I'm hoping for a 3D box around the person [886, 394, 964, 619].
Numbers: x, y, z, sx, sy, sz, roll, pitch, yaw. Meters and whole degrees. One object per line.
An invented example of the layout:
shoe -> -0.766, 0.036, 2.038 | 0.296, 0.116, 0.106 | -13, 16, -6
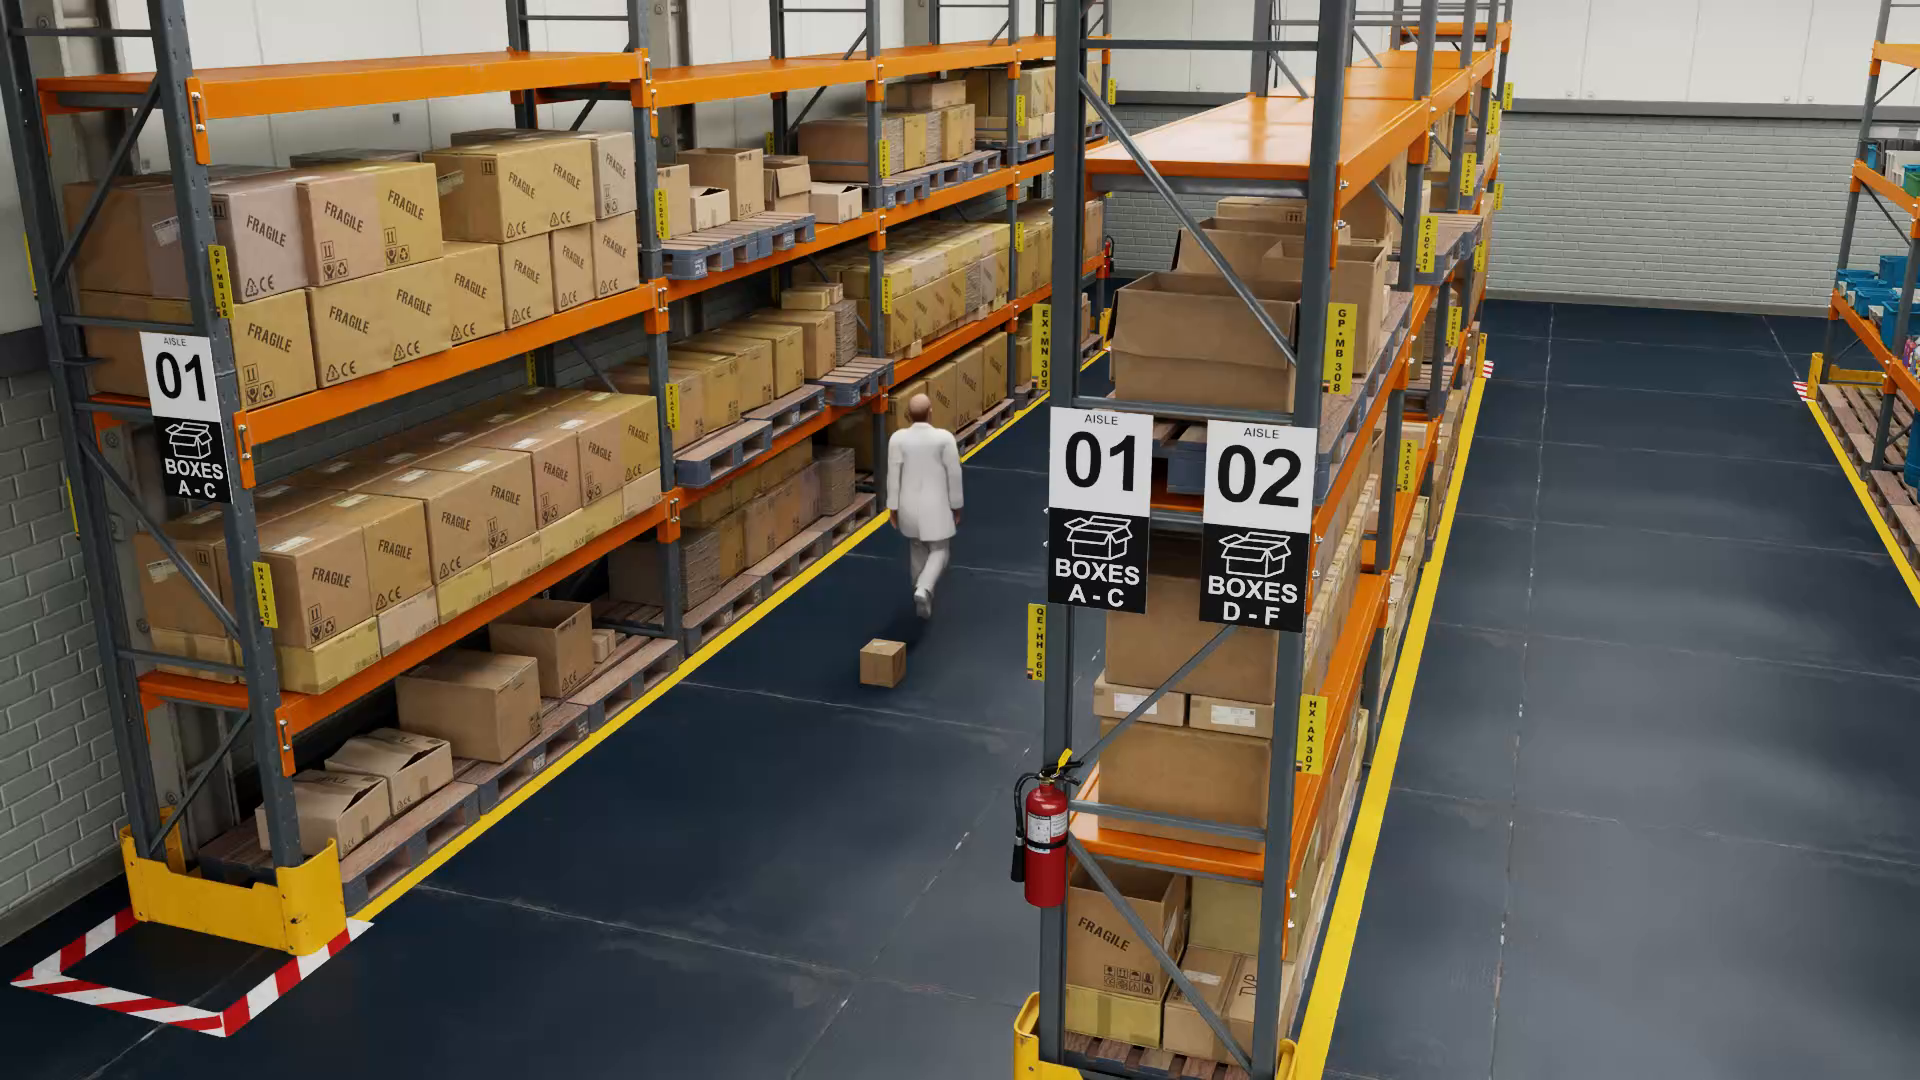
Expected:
person -> -0.279, -0.244, 12.773 | 0.598, 1.753, 0.885 | 4, 19, 11
